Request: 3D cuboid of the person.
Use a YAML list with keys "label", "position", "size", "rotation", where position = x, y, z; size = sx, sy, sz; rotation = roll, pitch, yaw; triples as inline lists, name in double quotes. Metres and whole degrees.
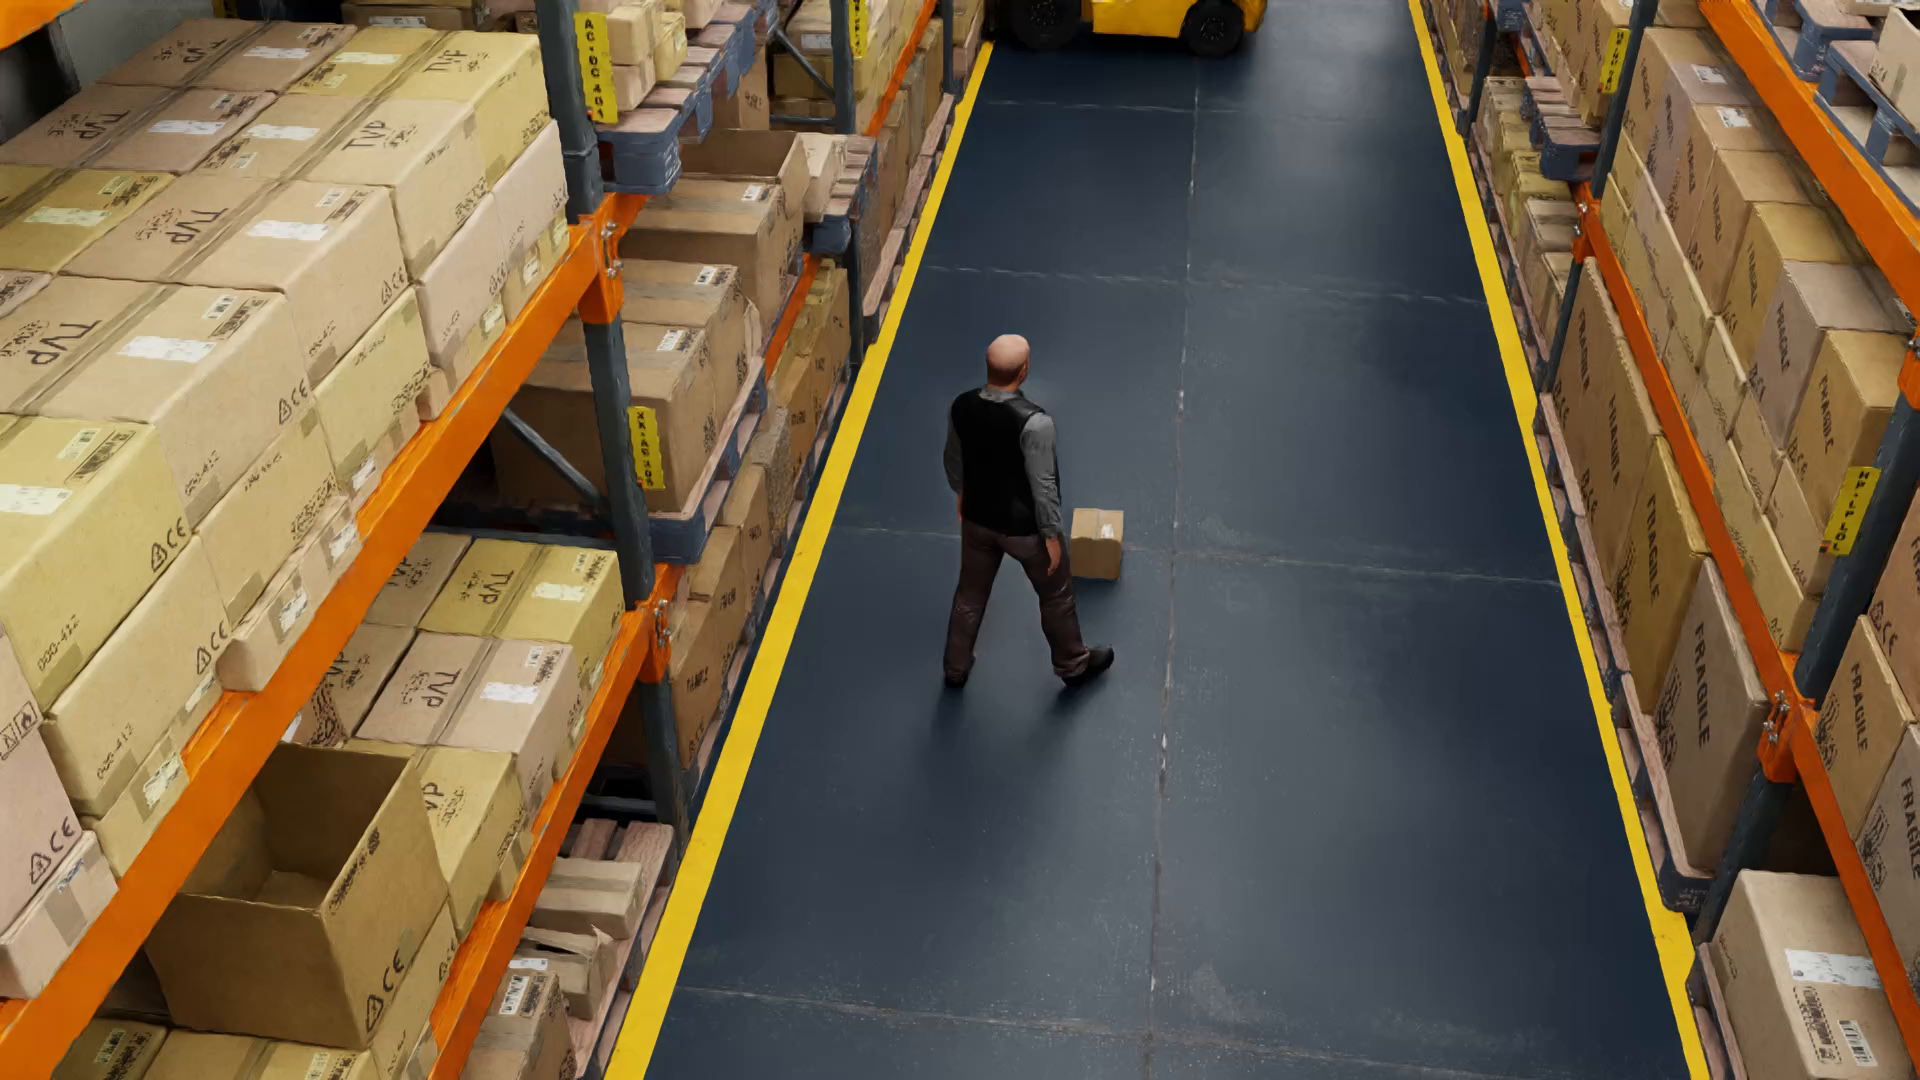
- label: "person"
  position: [0.268, -0.097, 7.168]
  size: [0.714, 1.706, 0.626]
  rotation: [24, 42, 29]
